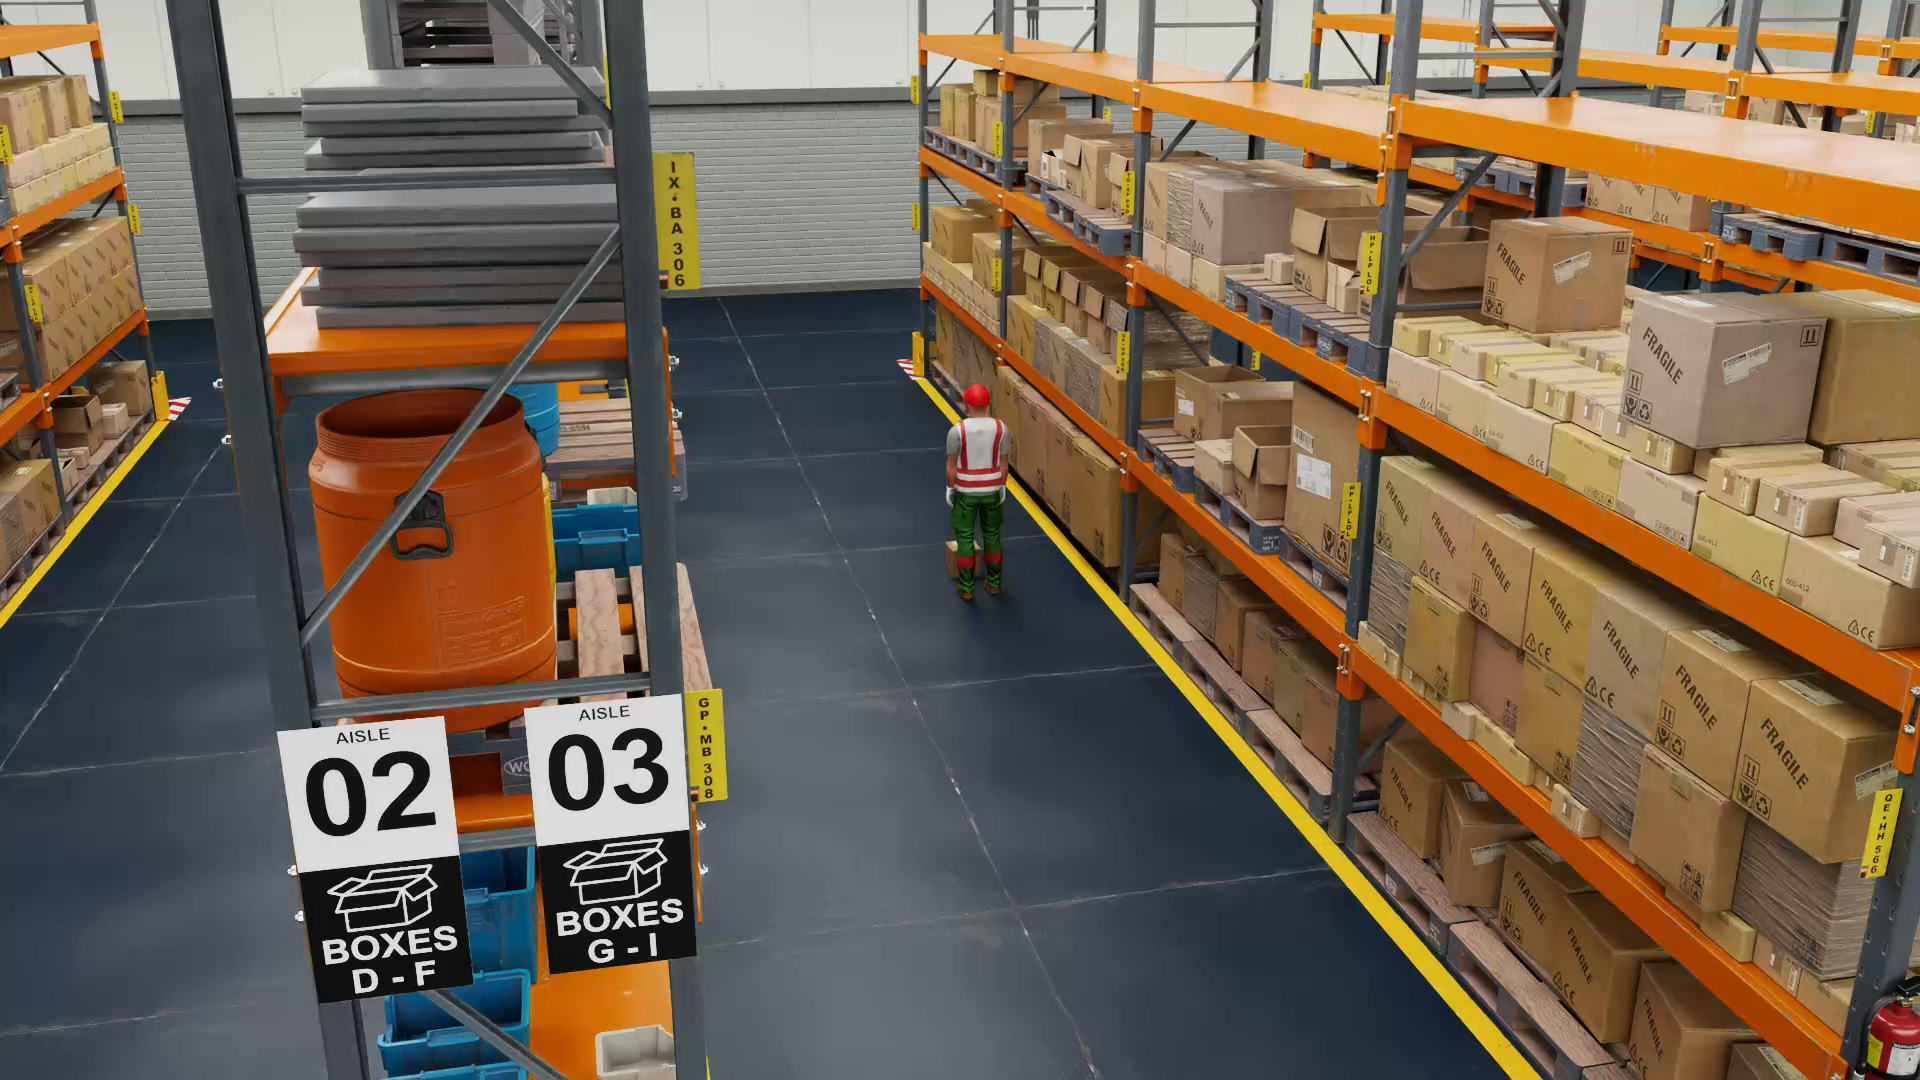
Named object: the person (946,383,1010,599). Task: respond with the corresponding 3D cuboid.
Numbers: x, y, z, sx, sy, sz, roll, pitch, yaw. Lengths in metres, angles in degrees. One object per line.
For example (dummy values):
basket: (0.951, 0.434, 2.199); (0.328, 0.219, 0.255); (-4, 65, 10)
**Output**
person: (0.135, -0.407, 13.520); (0.522, 1.787, 0.359); (-4, 20, -11)
